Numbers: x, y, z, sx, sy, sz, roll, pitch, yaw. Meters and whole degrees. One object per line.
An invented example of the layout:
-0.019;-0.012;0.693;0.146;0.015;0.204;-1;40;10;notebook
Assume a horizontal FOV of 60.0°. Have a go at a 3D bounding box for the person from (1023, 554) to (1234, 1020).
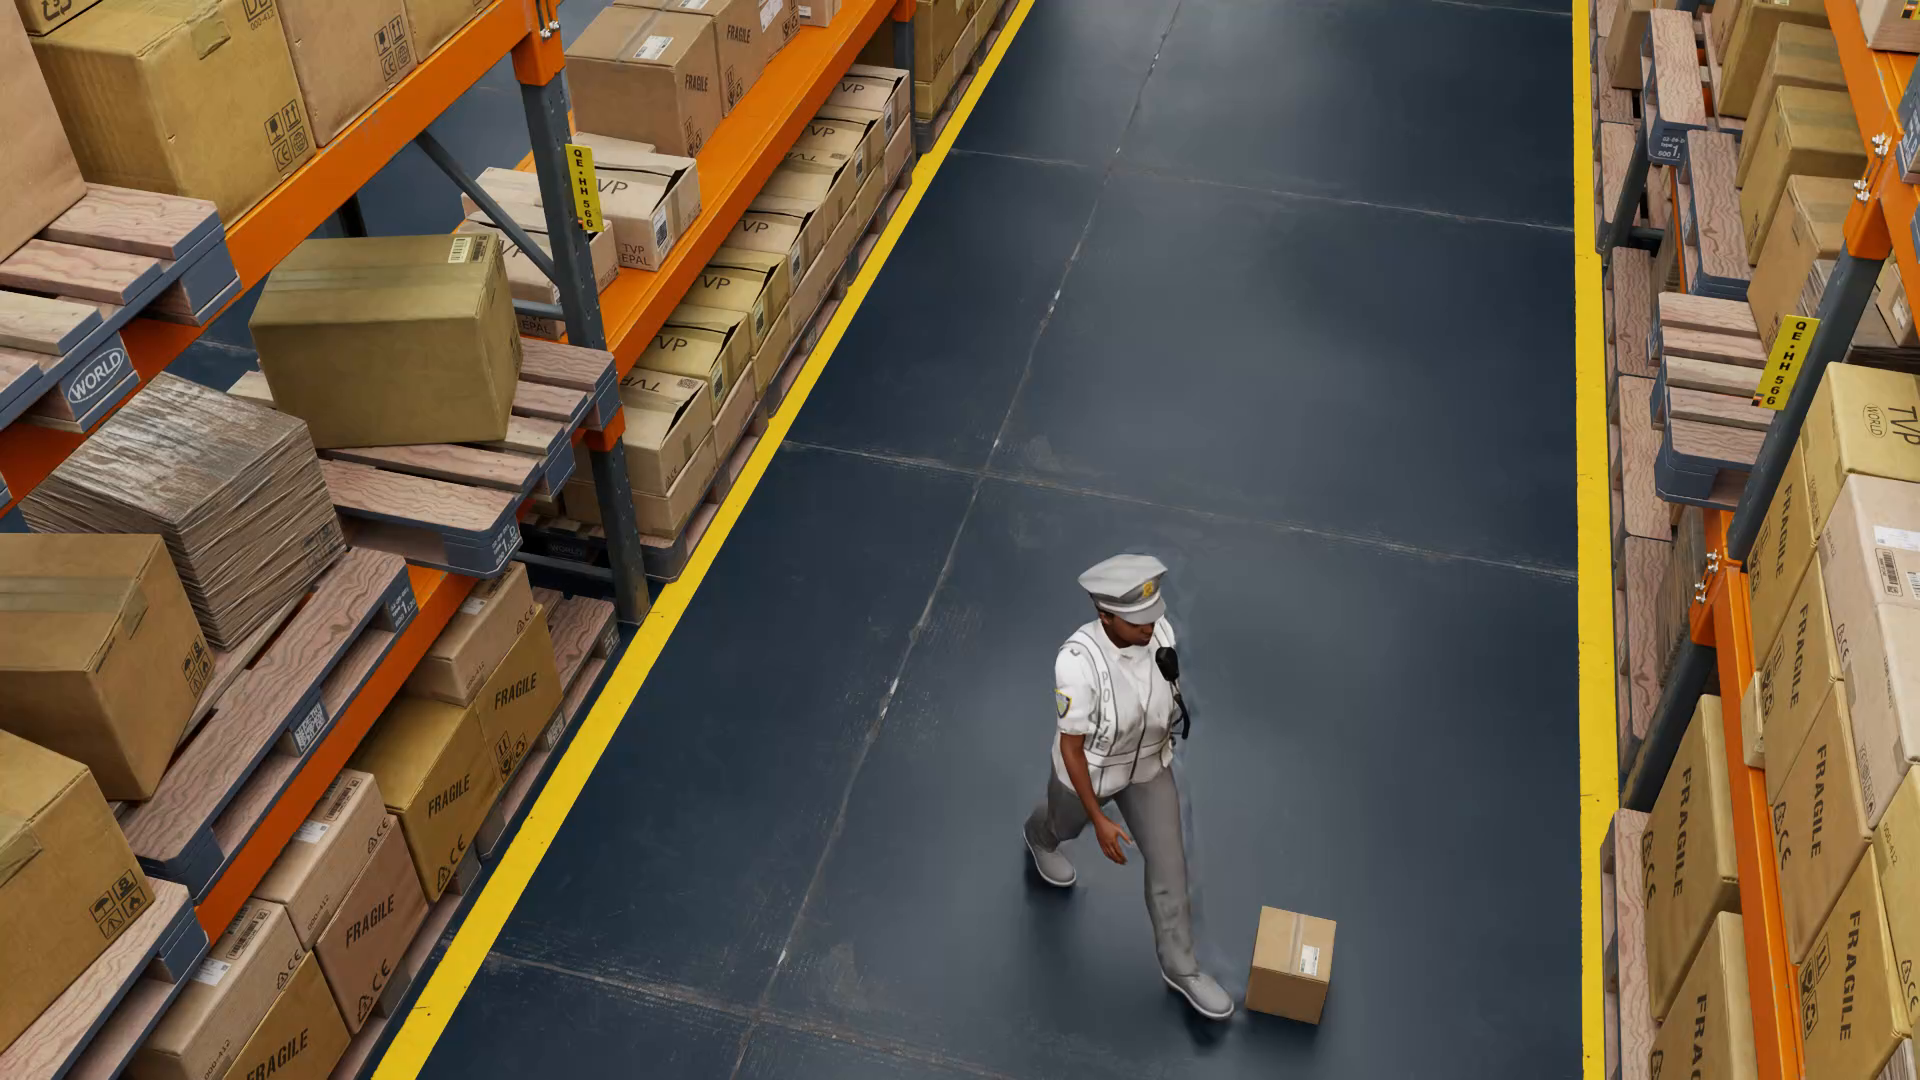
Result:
0.528;0.757;5.268;0.457;1.618;1.003;-16;44;-18;person
